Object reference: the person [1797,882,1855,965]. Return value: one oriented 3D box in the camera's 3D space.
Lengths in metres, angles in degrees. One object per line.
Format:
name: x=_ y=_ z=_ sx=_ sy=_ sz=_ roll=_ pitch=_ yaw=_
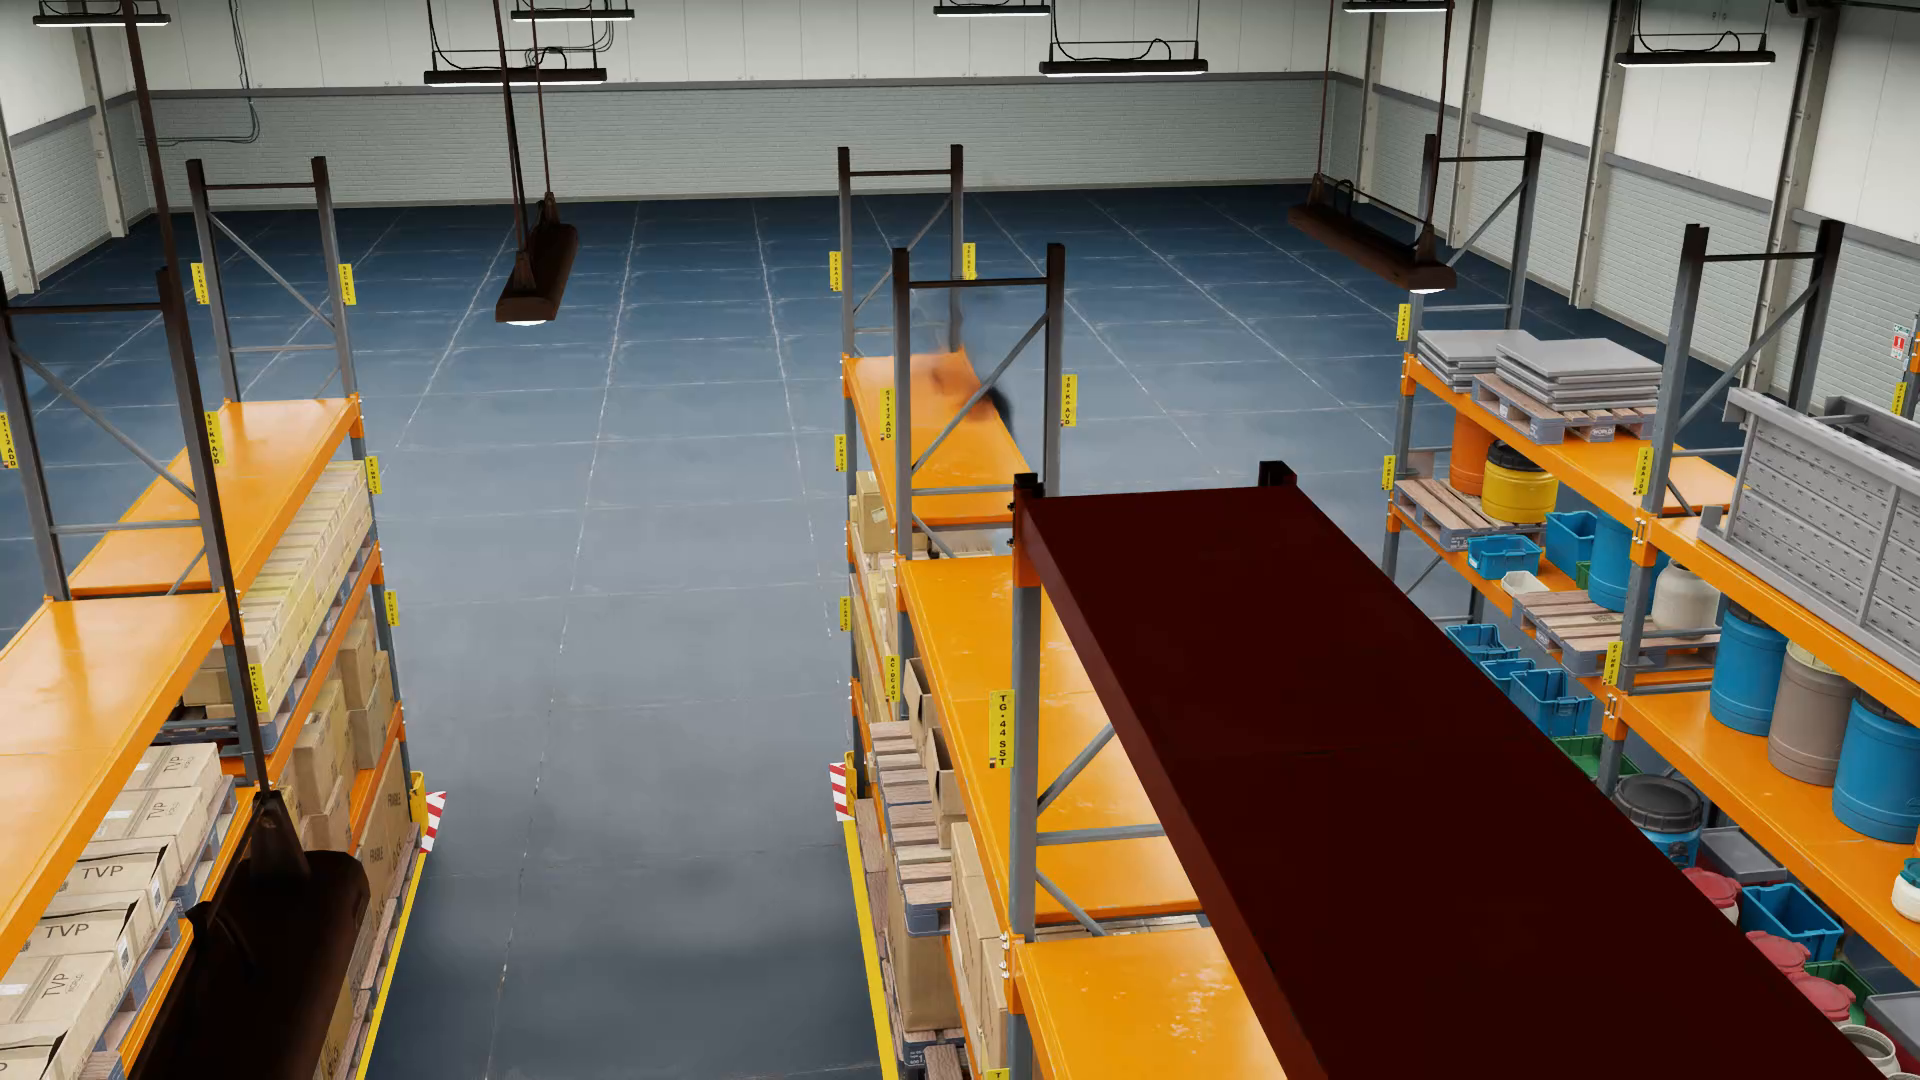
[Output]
person: x=6.417 y=2.706 z=12.317 sx=0.698 sy=1.804 sz=0.981 roll=-5 pitch=22 yaw=-12
